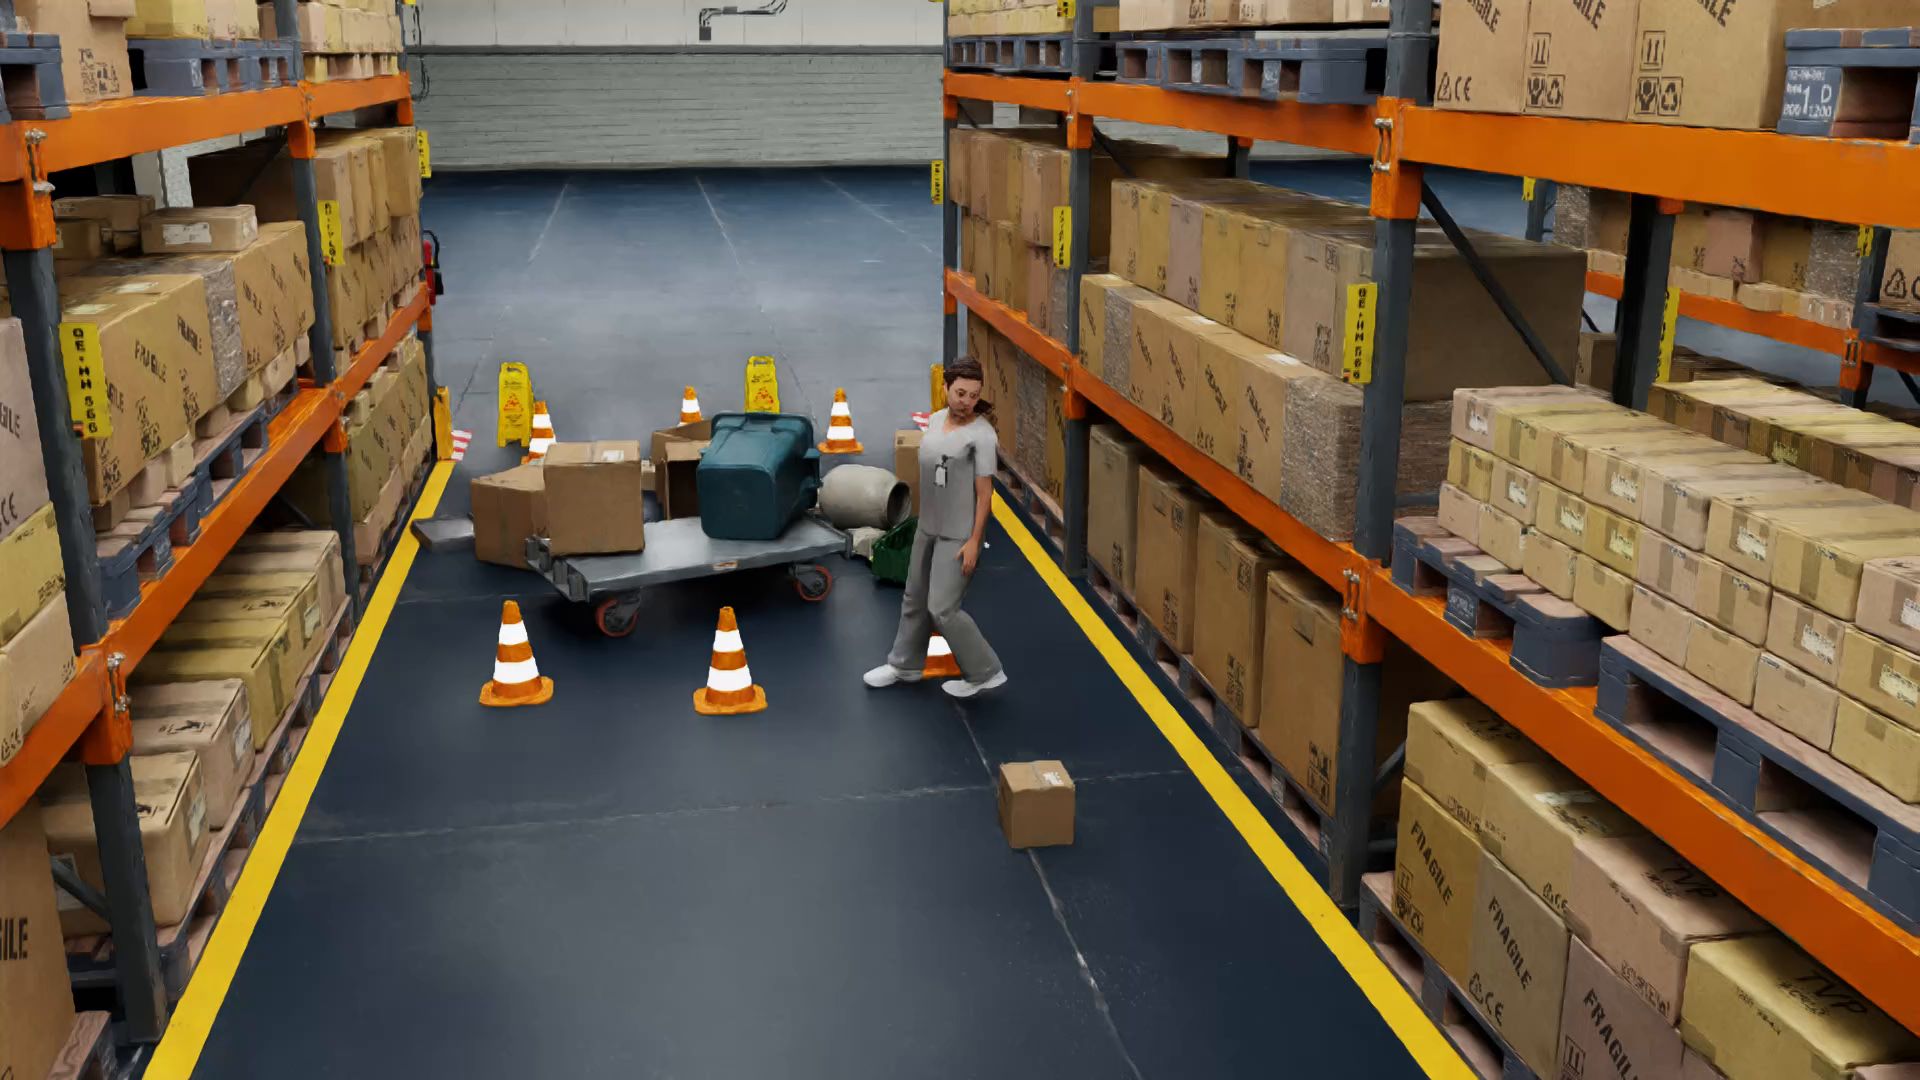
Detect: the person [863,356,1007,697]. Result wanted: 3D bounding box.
[{"bbox_3d":[-0.105,-0.056,7.732,0.486,1.642,0.640,-12,20,-35],"label":"person"}]
